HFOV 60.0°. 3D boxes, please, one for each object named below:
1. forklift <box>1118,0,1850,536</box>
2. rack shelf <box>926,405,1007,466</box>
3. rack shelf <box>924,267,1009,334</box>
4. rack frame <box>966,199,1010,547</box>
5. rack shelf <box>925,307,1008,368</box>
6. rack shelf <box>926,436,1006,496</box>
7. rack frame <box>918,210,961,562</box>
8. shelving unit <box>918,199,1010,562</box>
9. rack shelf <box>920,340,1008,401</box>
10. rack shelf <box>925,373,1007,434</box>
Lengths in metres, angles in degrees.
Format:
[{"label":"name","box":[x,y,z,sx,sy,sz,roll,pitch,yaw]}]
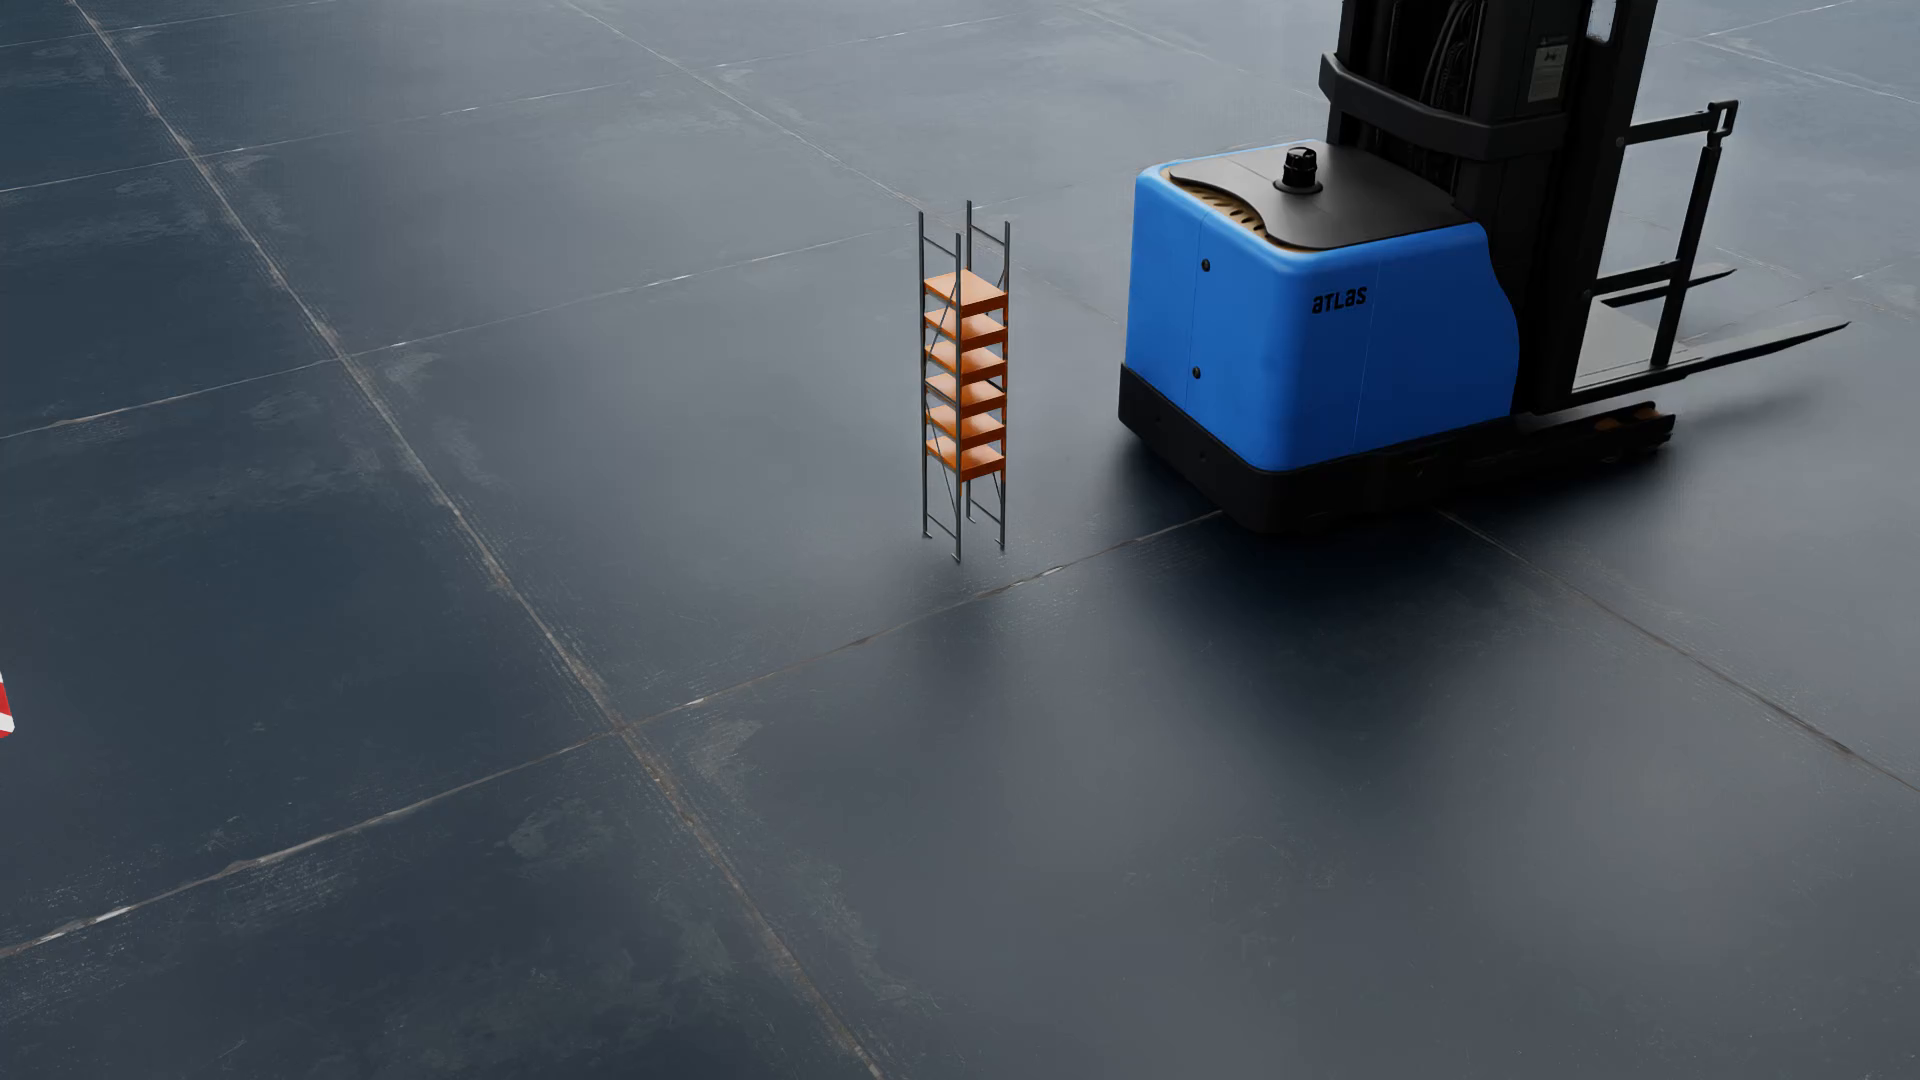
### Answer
[{"label":"forklift","box":[2.177,-1.775,5.939,3.031,2.935,1.130,-14,35,-21]},{"label":"rack shelf","box":[0.012,-0.373,5.646,0.180,0.103,0.258,-19,37,-27]},{"label":"rack shelf","box":[0.012,-0.779,5.390,0.180,0.103,0.258,-19,37,-27]},{"label":"rack frame","box":[0.089,-0.538,5.600,0.006,1.200,0.240,-19,37,-27]},{"label":"rack shelf","box":[0.012,-0.677,5.454,0.180,0.103,0.258,-19,37,-27]},{"label":"rack shelf","box":[0.012,-0.271,5.710,0.180,0.103,0.258,-19,37,-27]},{"label":"rack frame","box":[-0.065,-0.485,5.516,0.006,1.200,0.240,-19,37,-27]},{"label":"shelving unit","box":[0.012,-0.512,5.558,0.189,1.200,0.258,-19,37,-27]},{"label":"rack shelf","box":[0.012,-0.576,5.518,0.180,0.103,0.258,-19,37,-27]},{"label":"rack shelf","box":[0.012,-0.474,5.582,0.180,0.103,0.258,-19,37,-27]}]
